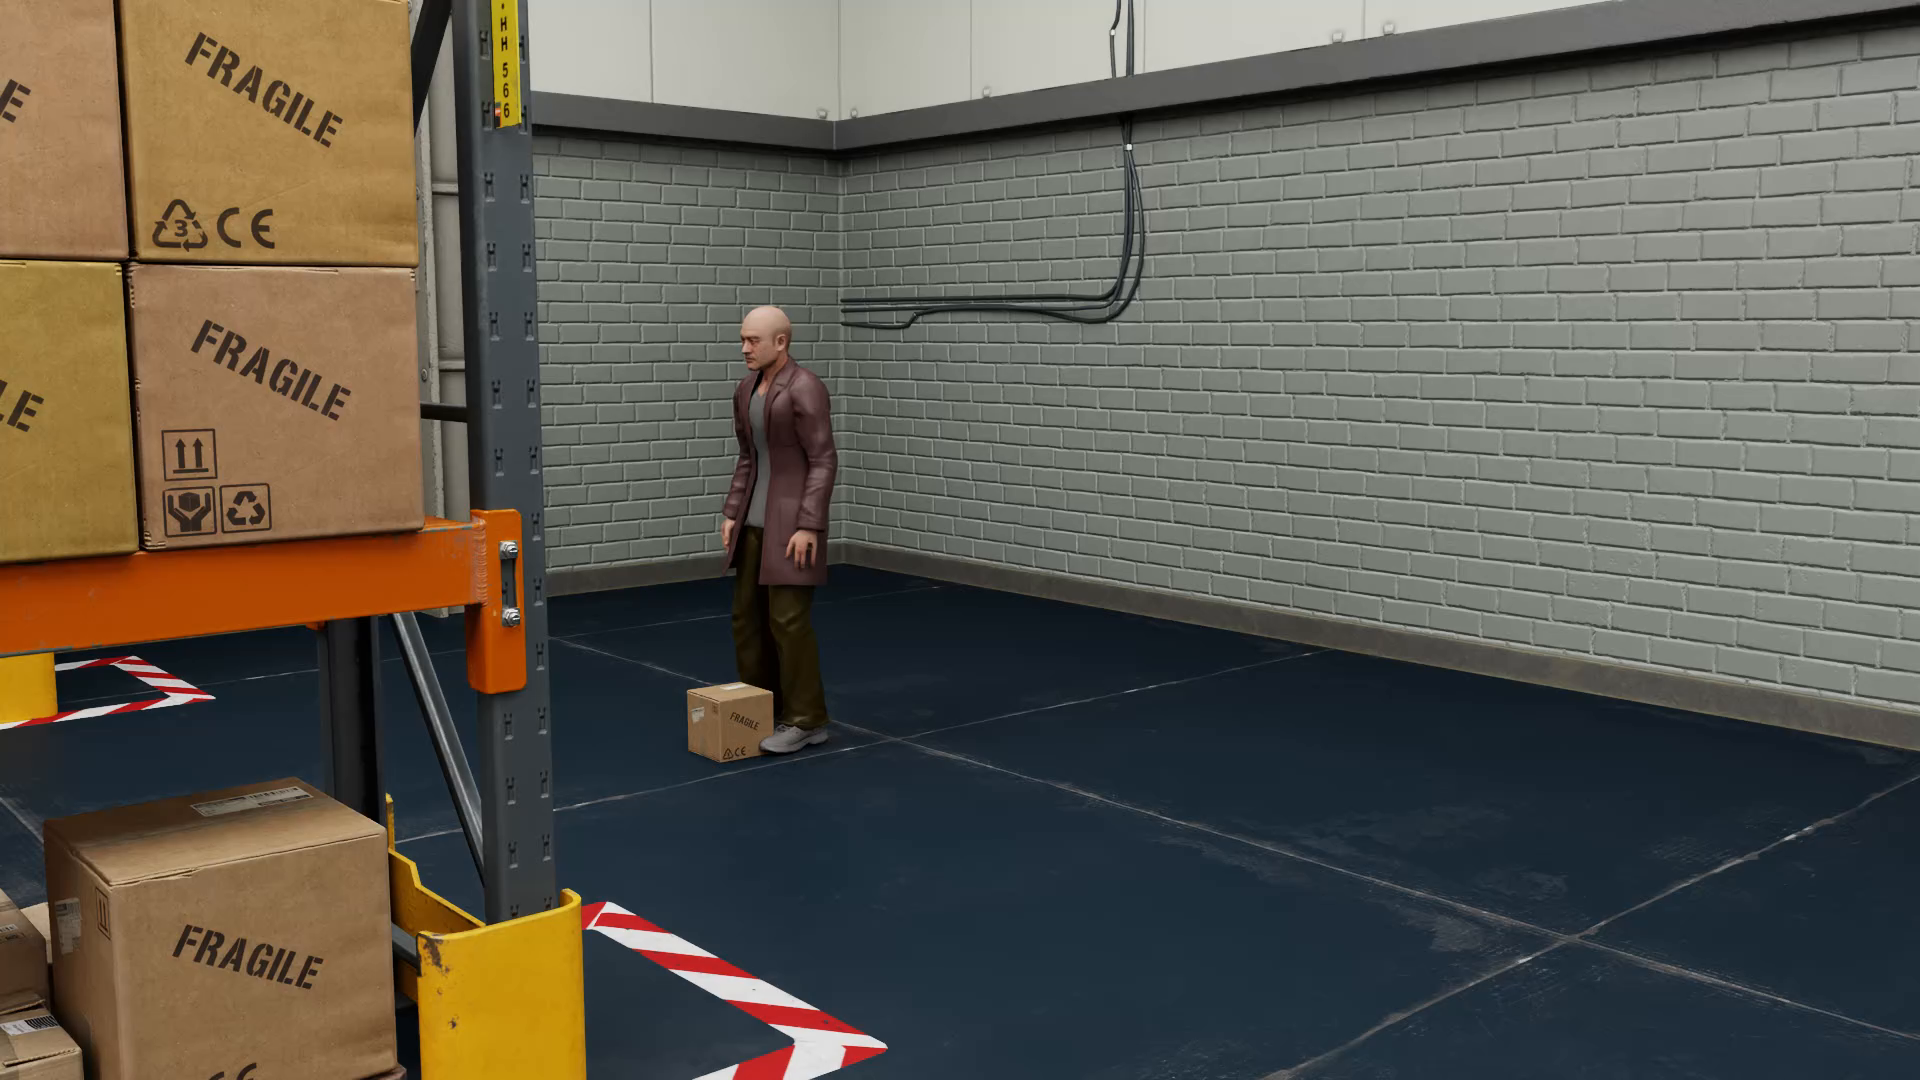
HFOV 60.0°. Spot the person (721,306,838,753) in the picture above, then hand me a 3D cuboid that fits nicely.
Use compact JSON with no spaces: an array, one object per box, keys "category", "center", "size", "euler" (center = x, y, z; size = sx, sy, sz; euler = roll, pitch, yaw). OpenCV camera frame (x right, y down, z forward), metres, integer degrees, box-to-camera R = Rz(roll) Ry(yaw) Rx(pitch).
[{"category":"person","center":[-0.744,-0.051,6.730],"size":[0.425,1.774,0.644],"euler":[-6,10,-40]}]
